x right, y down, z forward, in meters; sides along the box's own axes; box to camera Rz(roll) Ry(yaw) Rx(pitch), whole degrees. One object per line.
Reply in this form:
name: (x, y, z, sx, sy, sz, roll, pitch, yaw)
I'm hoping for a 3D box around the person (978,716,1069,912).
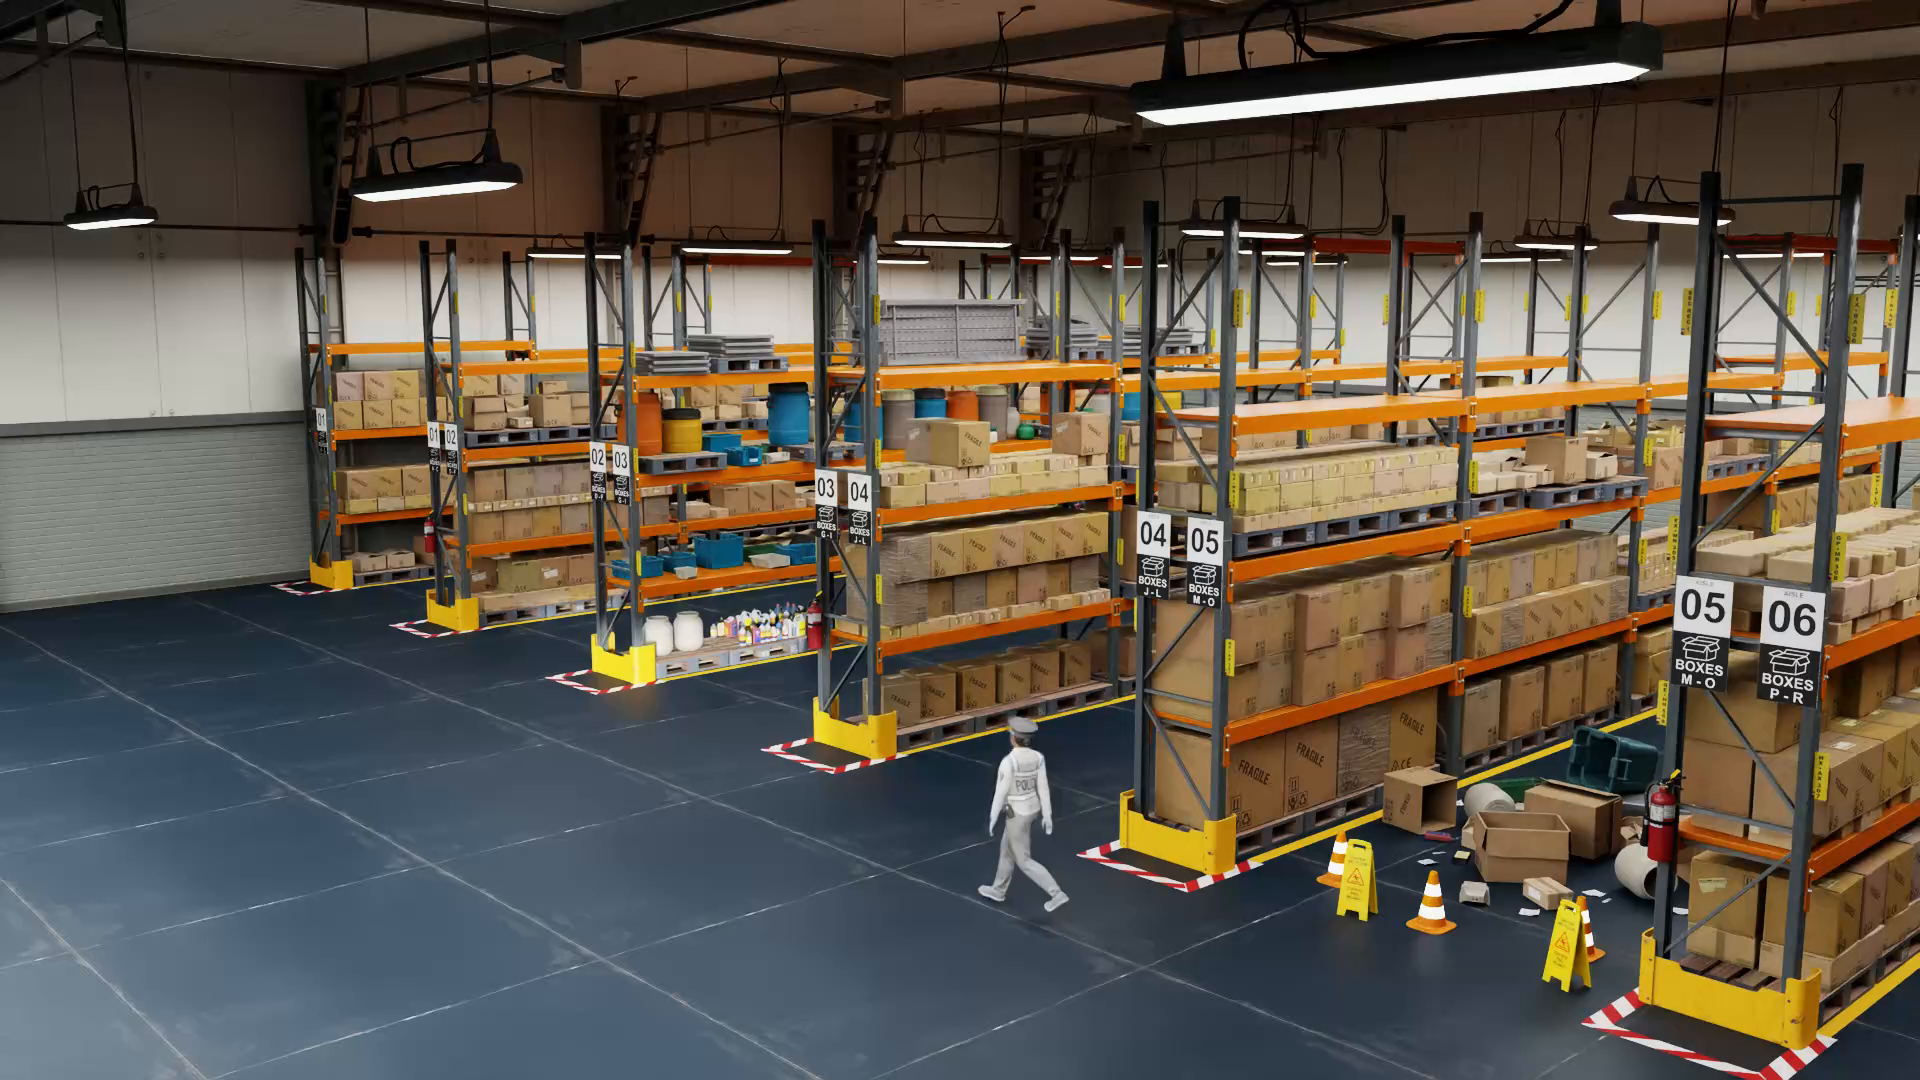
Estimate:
person: (0.514, 2.316, 13.977, 0.956, 1.640, 0.450, 4, 9, 26)
